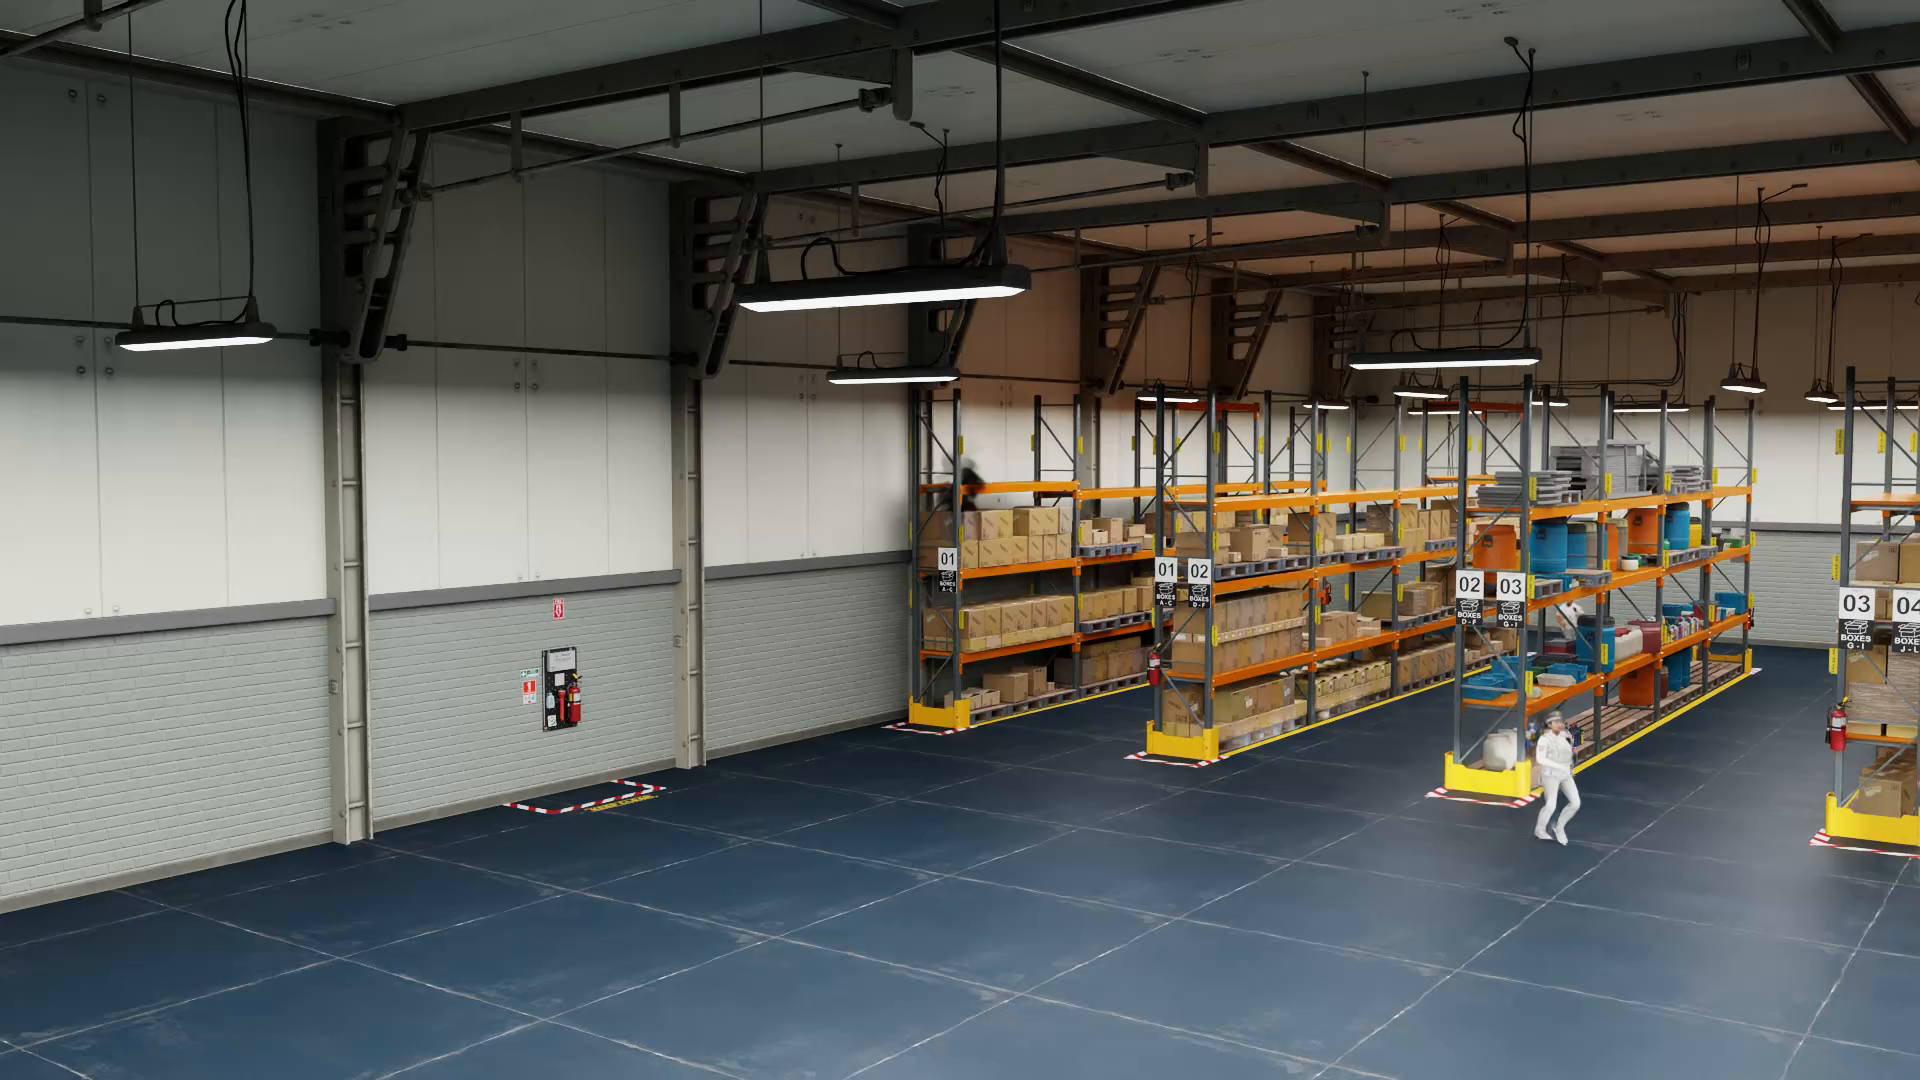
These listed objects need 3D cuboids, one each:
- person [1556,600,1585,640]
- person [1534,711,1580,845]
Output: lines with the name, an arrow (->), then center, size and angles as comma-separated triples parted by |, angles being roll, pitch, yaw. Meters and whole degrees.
person -> 14.009, 2.039, 38.154 | 0.636, 1.622, 0.599 | 1, 3, 20
person -> 7.496, 2.976, 20.875 | 0.613, 1.688, 0.639 | -1, 3, -18
